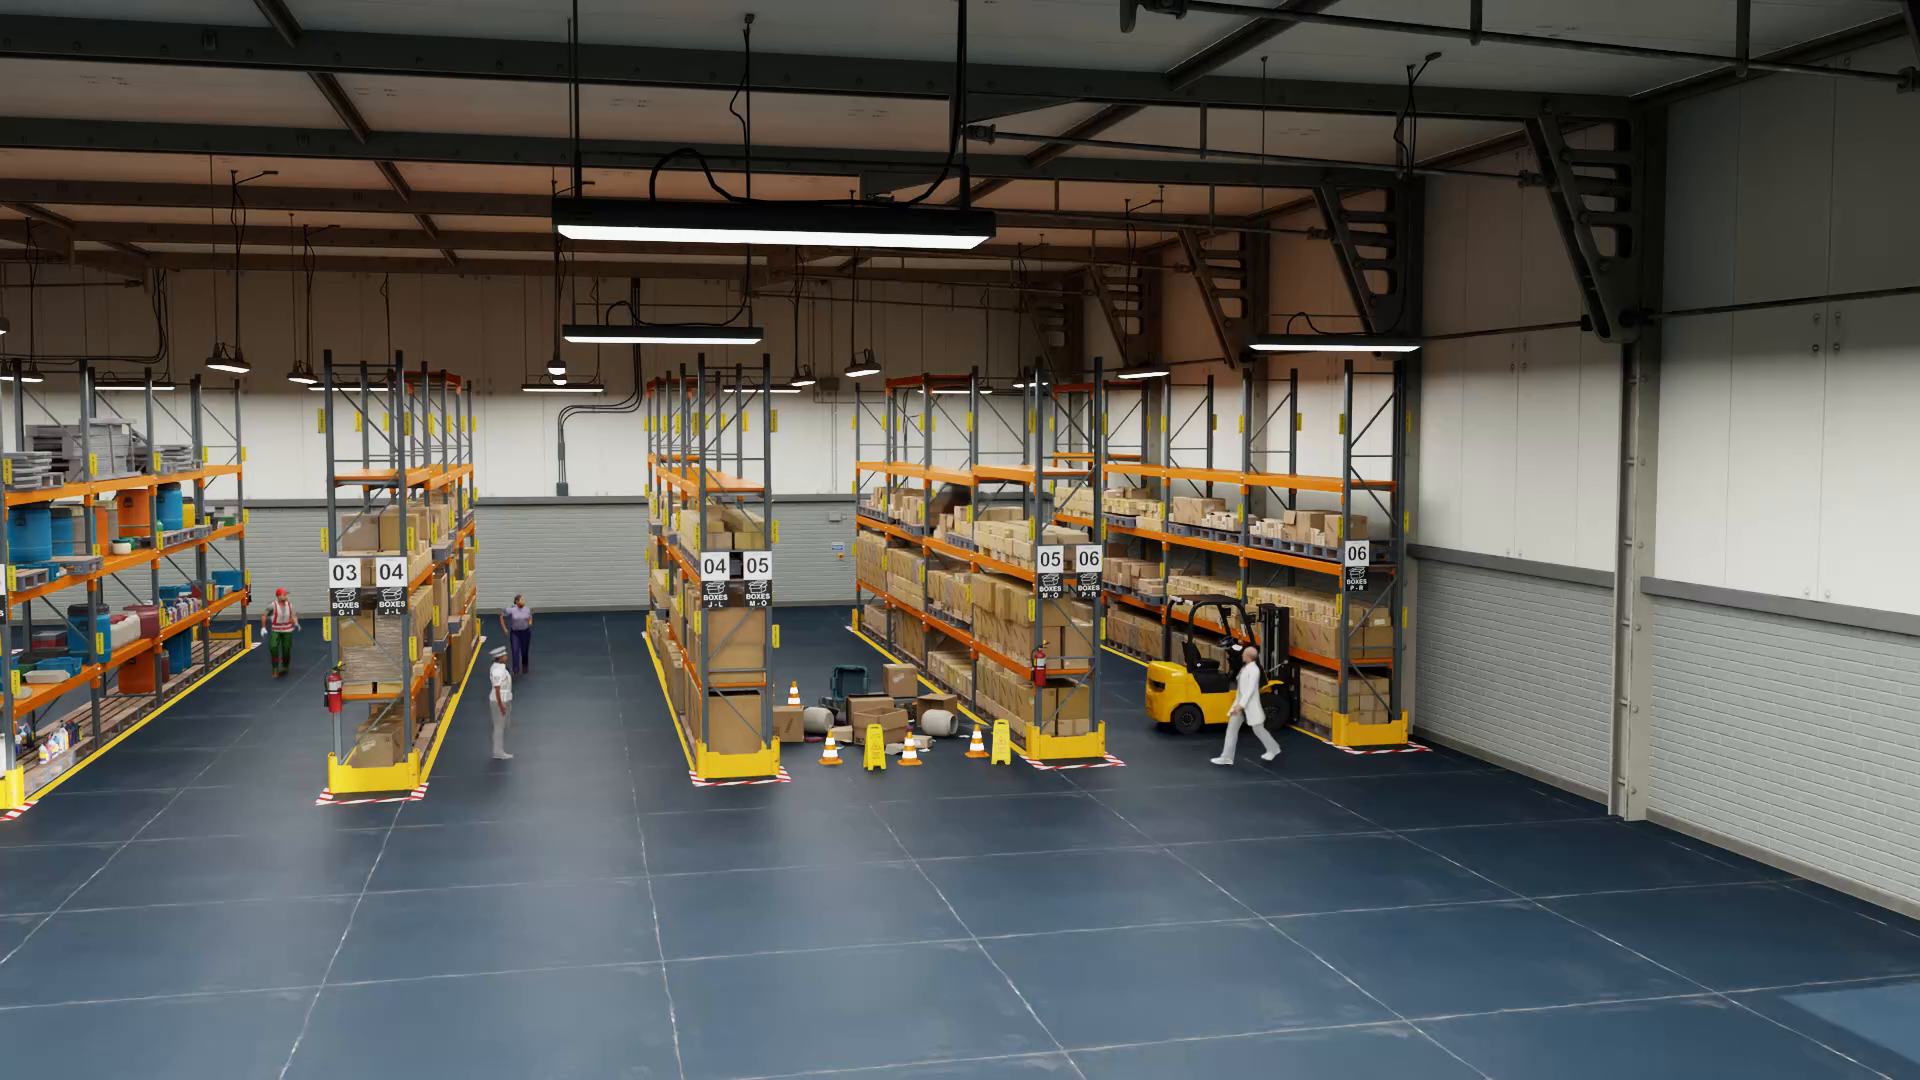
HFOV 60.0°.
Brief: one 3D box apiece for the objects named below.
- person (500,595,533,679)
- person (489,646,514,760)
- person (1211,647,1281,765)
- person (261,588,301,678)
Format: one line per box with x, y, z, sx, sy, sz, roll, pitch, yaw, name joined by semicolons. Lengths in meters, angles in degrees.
-8.762;1.879;32.836;0.637;1.603;1.028;-1;4;-11;person
-6.875;2.449;24.952;0.390;1.732;0.524;0;4;5;person
4.232;2.431;24.426;1.146;1.735;0.524;-3;5;-34;person
-13.533;1.859;33.180;0.774;1.809;0.877;-1;4;-12;person
